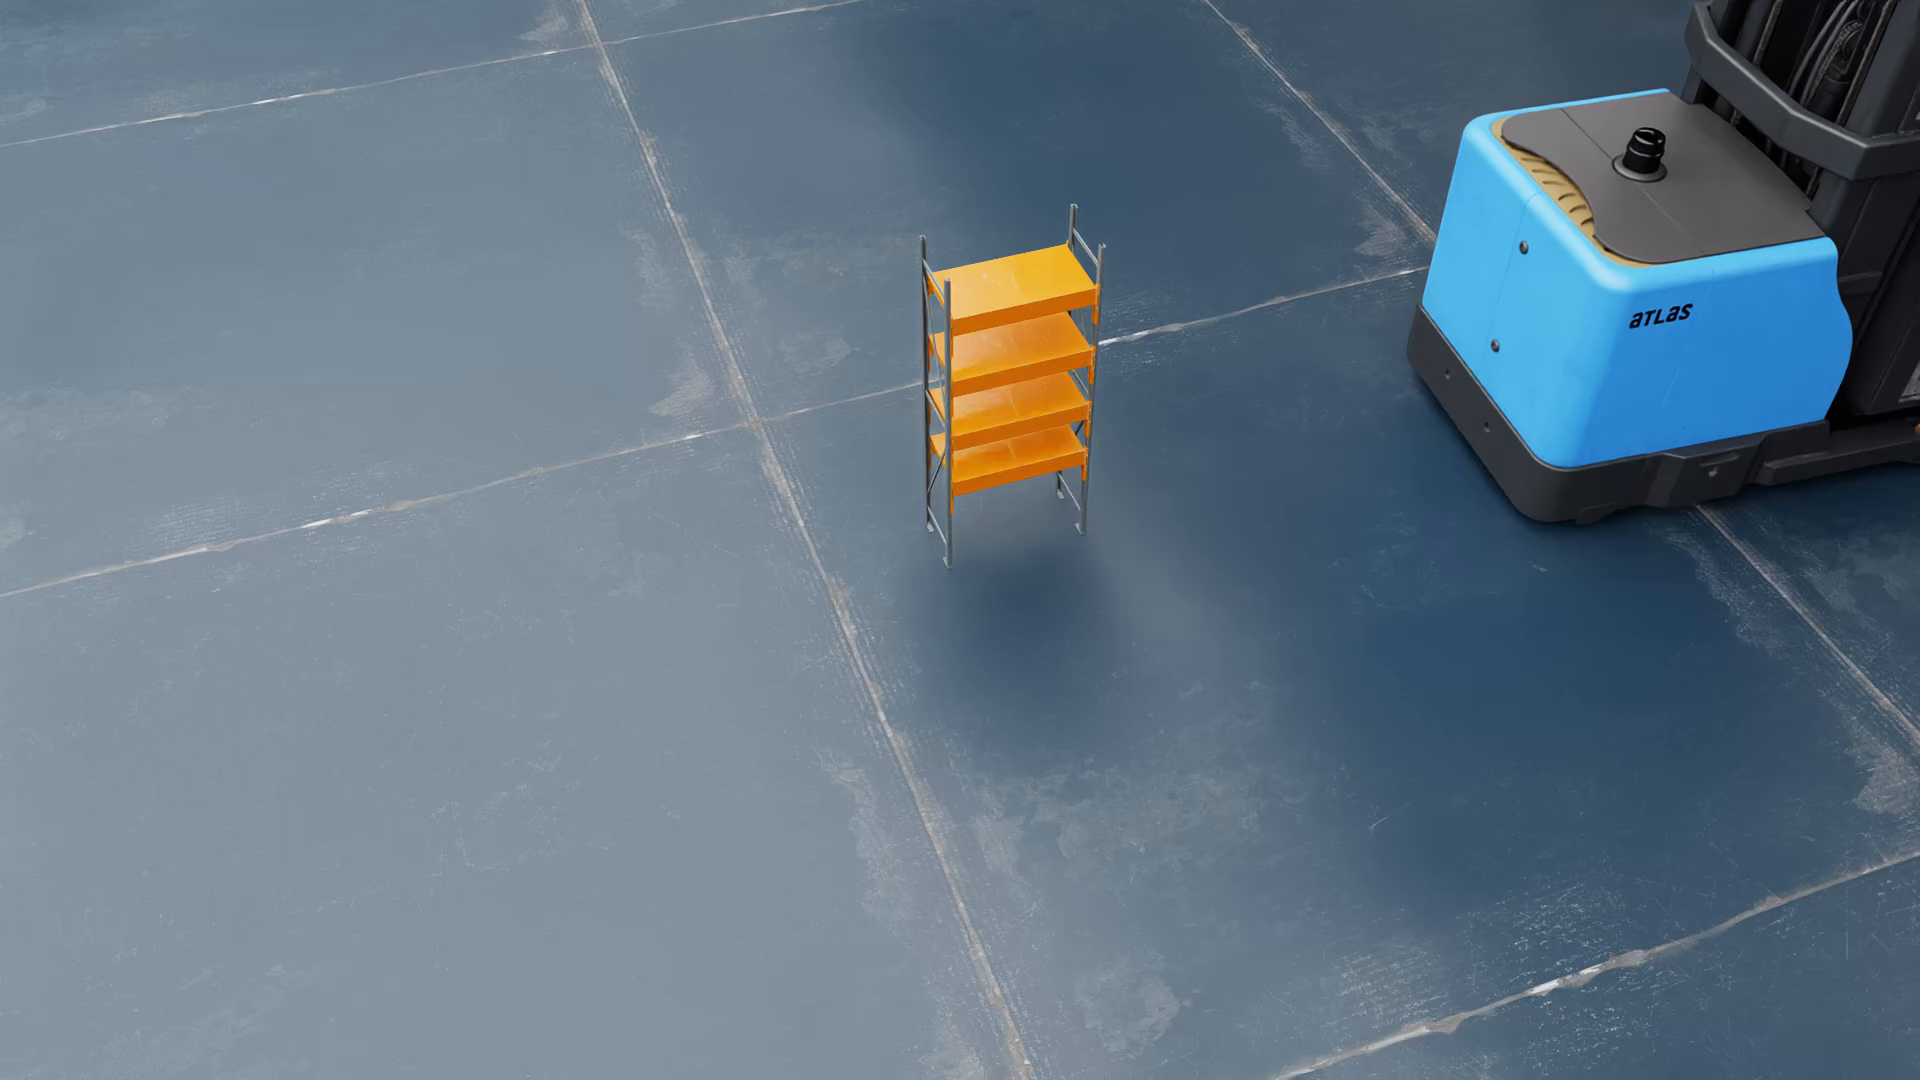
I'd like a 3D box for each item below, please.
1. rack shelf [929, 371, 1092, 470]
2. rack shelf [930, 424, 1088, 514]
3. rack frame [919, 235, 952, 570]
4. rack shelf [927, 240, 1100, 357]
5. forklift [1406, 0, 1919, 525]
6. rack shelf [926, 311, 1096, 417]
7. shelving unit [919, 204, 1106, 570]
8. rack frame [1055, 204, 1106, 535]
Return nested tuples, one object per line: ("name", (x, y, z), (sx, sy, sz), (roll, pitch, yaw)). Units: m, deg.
("rack shelf", (0.156, -0.416, 5.412), (0.480, 0.148, 0.258), (-14, 47, -14))
("rack shelf", (0.156, -0.276, 5.553), (0.480, 0.148, 0.258), (-14, 47, -14))
("rack frame", (-0.074, -0.405, 5.306), (0.015, 1.200, 0.240), (-14, 47, -14))
("rack shelf", (0.156, -0.741, 5.086), (0.480, 0.148, 0.258), (-14, 47, -14))
("forklift", (3.280, -1.660, 5.336), (3.031, 2.935, 1.130), (-11, 46, -10))
("rack shelf", (0.156, -0.574, 5.254), (0.480, 0.148, 0.258), (-14, 47, -14))
("shelving unit", (0.156, -0.463, 5.365), (0.503, 1.200, 0.258), (-14, 47, -14))
("rack frame", (0.385, -0.522, 5.423), (0.015, 1.200, 0.240), (-14, 47, -14))
